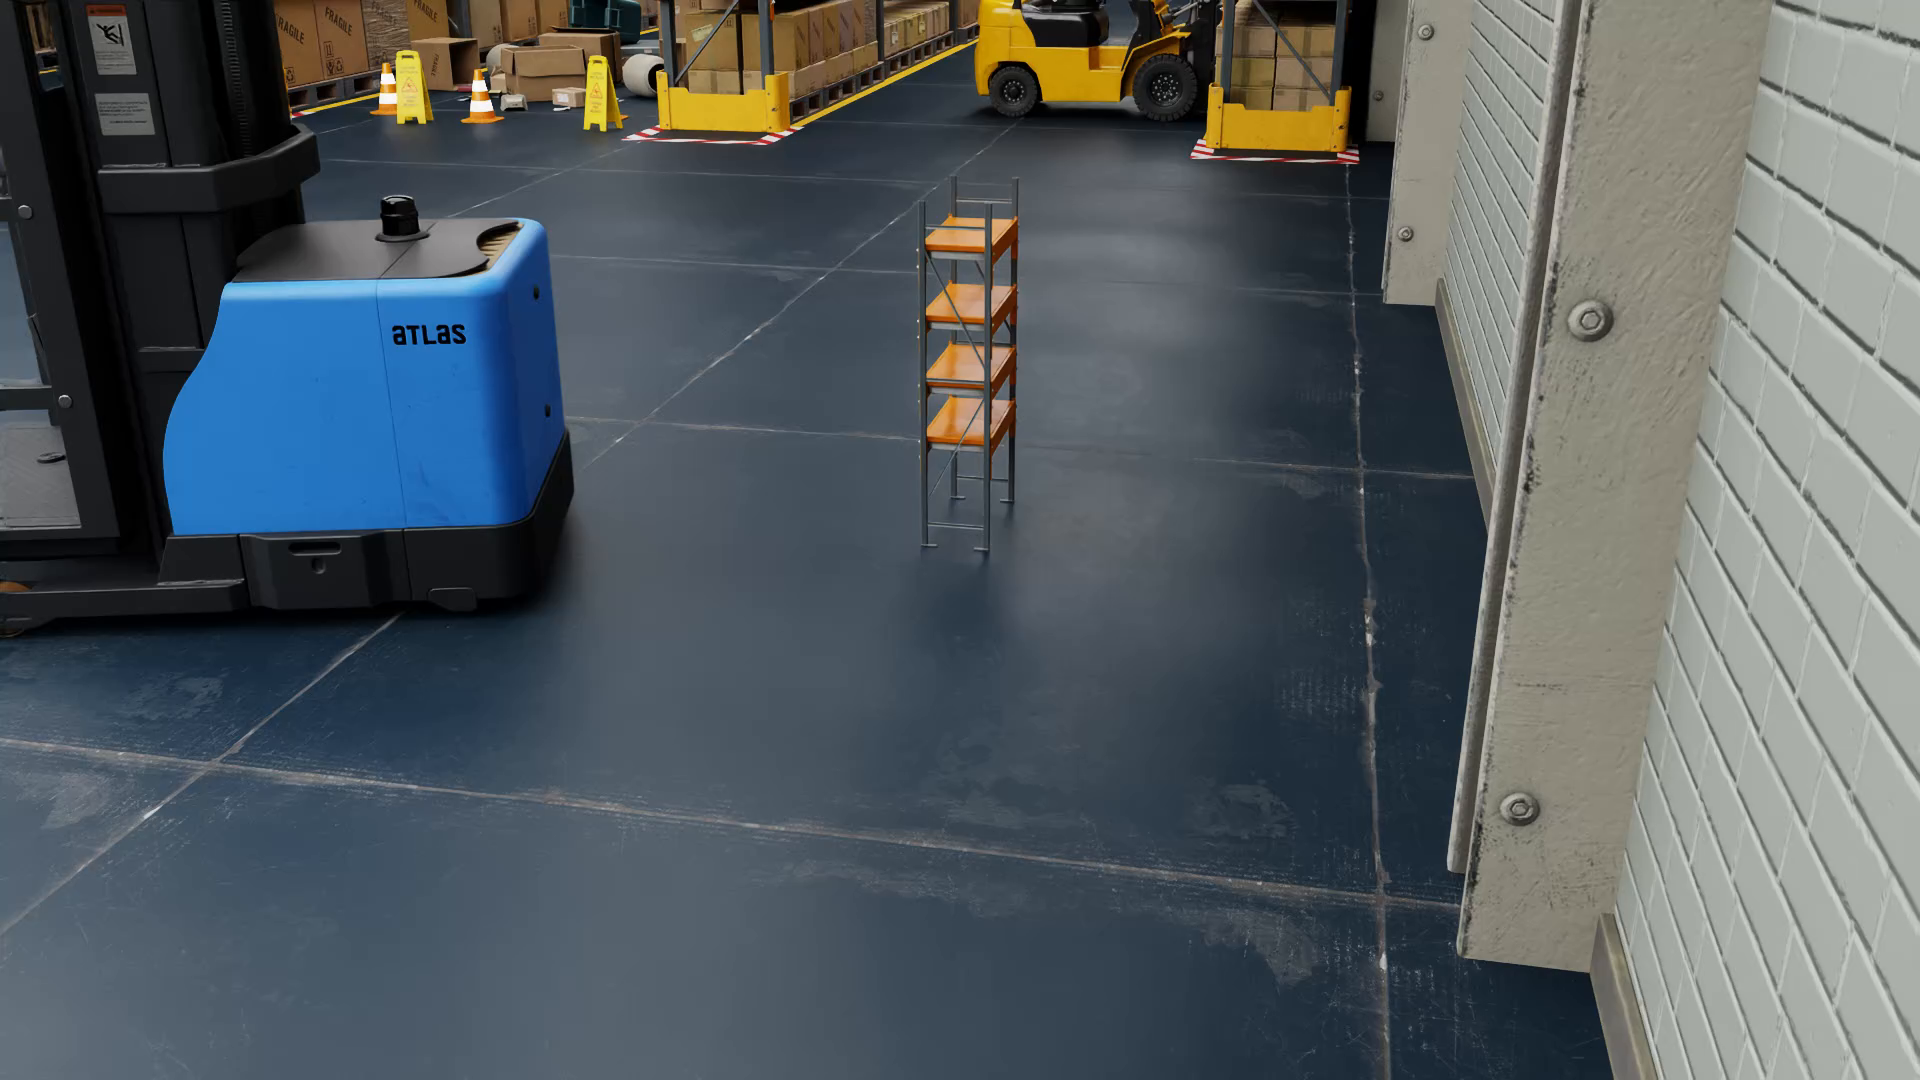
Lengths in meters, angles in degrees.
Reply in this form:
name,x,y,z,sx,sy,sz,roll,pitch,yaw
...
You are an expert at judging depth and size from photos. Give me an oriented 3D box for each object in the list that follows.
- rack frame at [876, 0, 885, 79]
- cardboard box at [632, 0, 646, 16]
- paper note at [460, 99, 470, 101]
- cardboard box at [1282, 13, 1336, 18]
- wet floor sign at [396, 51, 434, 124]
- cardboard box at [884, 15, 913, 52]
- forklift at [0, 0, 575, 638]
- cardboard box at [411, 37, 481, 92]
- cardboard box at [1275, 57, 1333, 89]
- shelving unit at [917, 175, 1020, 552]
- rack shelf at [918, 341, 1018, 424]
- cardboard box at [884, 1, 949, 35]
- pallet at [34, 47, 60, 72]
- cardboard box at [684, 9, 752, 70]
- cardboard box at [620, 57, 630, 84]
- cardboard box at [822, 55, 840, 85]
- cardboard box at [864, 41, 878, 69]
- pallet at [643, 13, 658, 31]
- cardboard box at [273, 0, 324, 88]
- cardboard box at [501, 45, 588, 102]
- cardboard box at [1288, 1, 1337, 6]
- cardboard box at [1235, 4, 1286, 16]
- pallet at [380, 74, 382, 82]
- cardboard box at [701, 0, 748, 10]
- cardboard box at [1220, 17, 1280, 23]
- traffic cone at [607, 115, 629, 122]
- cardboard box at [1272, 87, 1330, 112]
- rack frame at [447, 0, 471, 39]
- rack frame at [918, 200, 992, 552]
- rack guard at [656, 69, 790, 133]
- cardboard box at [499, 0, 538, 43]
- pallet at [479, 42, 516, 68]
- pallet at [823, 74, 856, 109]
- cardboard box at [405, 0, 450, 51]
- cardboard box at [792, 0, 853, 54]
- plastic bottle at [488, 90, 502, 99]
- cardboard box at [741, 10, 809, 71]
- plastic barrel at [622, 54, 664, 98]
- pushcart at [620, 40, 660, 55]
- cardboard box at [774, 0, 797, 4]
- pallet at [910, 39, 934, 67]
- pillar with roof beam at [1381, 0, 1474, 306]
name,x,y,z,sx,sy,sz,roll,pitch,yaw
rack frame,-1.347,-6.591,18.203,1.000,3.000,0.127,4,22,11
cardboard box,-4.904,-7.853,24.120,0.500,0.500,0.500,5,22,12
paper note,-5.056,-4.519,17.035,0.144,0.017,0.142,13,25,29
cardboard box,3.191,-4.660,15.190,0.500,0.250,0.500,4,22,11
wet floor sign,-5.097,-4.214,15.454,0.267,0.644,0.232,1,22,2
cardboard box,-1.099,-6.022,19.745,0.950,0.372,0.625,6,23,14
forklift,-2.885,-1.260,5.059,3.031,2.935,1.130,-2,22,-5
cardboard box,-5.526,-5.127,17.910,0.500,0.500,0.500,8,23,20
cardboard box,2.996,-4.058,14.364,0.500,0.250,0.500,5,22,12
shelving unit,0.034,-0.617,5.780,0.258,1.200,0.503,4,22,11
rack shelf,0.034,-0.555,5.805,0.258,0.148,0.480,4,22,11
cardboard box,-0.656,-6.823,21.736,0.950,0.372,0.625,3,22,7
pallet,-11.151,-5.804,19.983,1.003,0.211,1.213,4,22,11
cardboard box,-2.255,-4.708,15.642,0.500,0.500,0.500,5,22,11
cardboard box,-3.614,-5.188,18.380,0.258,0.266,0.396,-11,25,-26
cardboard box,-1.517,-4.708,16.646,0.500,0.250,0.500,6,23,15
cardboard box,-1.204,-5.273,18.050,0.500,0.250,0.500,5,23,13
pallet,-4.985,-7.831,25.015,1.003,0.211,1.213,4,22,11
cardboard box,-6.956,-4.930,16.362,0.875,0.875,0.875,5,22,11
cardboard box,-4.283,-4.805,17.111,0.797,0.503,0.637,-11,25,-26
cardboard box,3.513,-5.216,16.568,0.500,0.250,0.500,4,22,10
cardboard box,2.903,-5.075,16.219,0.500,0.250,0.500,5,23,13
pallet,-6.445,-5.365,18.893,1.003,0.211,1.213,4,22,11
cardboard box,-2.246,-5.148,15.867,0.380,0.149,0.250,5,22,12
cardboard box,2.584,-4.513,14.825,0.500,0.250,0.500,5,22,12
traffic cone,-3.338,-4.207,15.679,0.336,0.463,0.334,4,22,11
cardboard box,2.989,-3.835,14.478,0.500,0.250,0.500,5,22,11
rack frame,-6.213,-6.931,19.048,1.000,3.000,0.127,4,22,11
rack frame,-0.016,-0.528,5.558,0.240,1.200,0.015,4,22,11
rack guard,-2.148,-3.996,15.106,1.175,0.500,0.348,4,22,11
cardboard box,-5.974,-6.669,20.846,1.050,0.750,0.750,4,22,11
pallet,-6.130,-5.925,20.284,1.003,0.211,1.213,4,22,11
pallet,-1.696,-4.601,16.996,1.003,0.211,1.213,4,22,11
cardboard box,-6.410,-5.915,18.808,0.875,0.875,0.875,5,22,12
cardboard box,-1.410,-5.248,16.984,0.500,0.500,0.500,6,23,14
plastic bottle,-4.833,-4.634,17.278,0.133,0.061,0.283,-3,22,-8
cardboard box,-1.724,-4.678,15.567,0.500,0.500,0.500,4,22,9
plastic barrel,-3.224,-4.803,17.214,0.421,0.421,0.512,-16,27,-35
pushcart,-3.589,-5.530,19.079,1.648,0.377,0.936,-3,22,-8
cardboard box,-1.937,-5.276,17.054,0.500,0.500,0.500,6,23,14
pallet,-0.943,-6.029,20.542,1.003,0.211,1.213,4,22,11
pillar with roof beam,-1.717,-5.853,8.341,9.100,9.000,0.400,4,22,11
